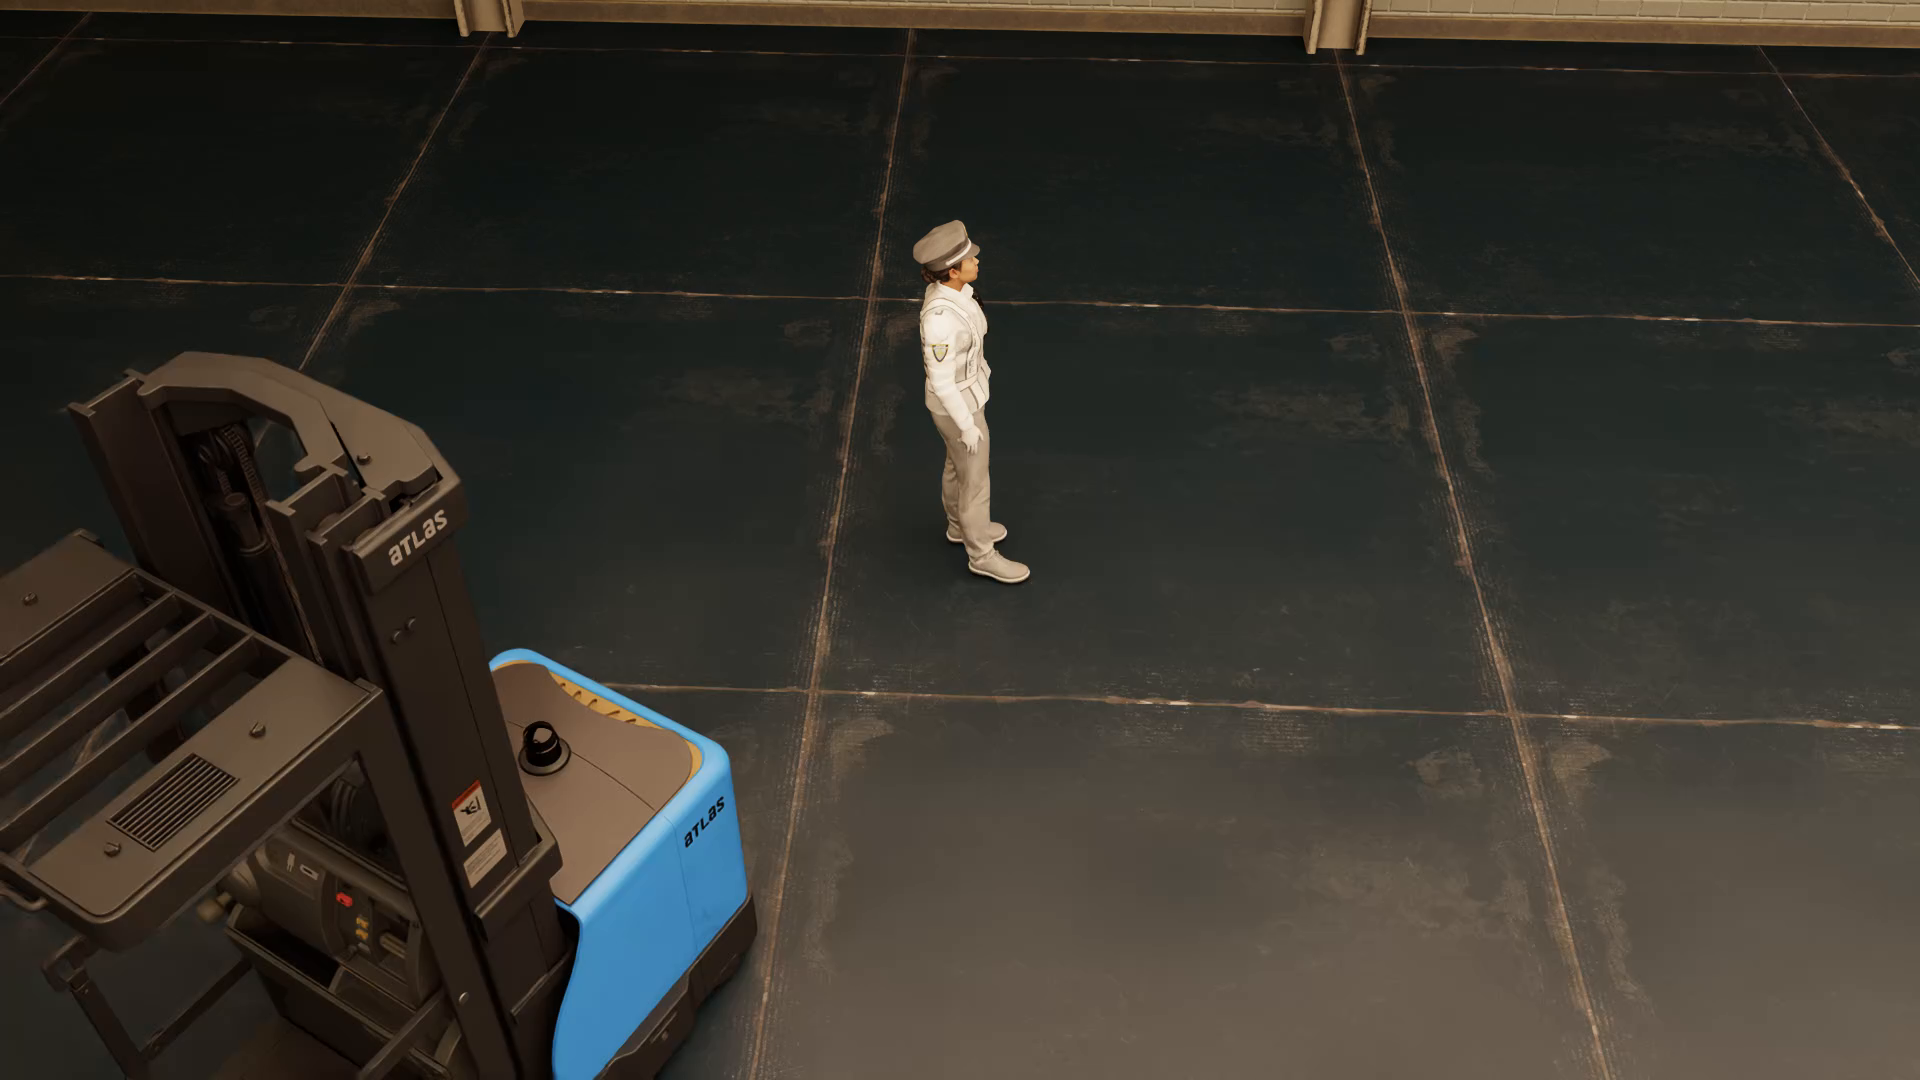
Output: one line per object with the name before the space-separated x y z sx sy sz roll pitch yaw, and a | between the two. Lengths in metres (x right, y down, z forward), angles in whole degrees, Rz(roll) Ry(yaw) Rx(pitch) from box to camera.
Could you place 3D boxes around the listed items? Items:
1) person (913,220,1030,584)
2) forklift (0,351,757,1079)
person | 0.068 -0.624 7.332 0.530 1.694 0.586 2 42 2
forklift | -1.955 1.090 4.548 1.130 2.935 3.031 22 47 23
